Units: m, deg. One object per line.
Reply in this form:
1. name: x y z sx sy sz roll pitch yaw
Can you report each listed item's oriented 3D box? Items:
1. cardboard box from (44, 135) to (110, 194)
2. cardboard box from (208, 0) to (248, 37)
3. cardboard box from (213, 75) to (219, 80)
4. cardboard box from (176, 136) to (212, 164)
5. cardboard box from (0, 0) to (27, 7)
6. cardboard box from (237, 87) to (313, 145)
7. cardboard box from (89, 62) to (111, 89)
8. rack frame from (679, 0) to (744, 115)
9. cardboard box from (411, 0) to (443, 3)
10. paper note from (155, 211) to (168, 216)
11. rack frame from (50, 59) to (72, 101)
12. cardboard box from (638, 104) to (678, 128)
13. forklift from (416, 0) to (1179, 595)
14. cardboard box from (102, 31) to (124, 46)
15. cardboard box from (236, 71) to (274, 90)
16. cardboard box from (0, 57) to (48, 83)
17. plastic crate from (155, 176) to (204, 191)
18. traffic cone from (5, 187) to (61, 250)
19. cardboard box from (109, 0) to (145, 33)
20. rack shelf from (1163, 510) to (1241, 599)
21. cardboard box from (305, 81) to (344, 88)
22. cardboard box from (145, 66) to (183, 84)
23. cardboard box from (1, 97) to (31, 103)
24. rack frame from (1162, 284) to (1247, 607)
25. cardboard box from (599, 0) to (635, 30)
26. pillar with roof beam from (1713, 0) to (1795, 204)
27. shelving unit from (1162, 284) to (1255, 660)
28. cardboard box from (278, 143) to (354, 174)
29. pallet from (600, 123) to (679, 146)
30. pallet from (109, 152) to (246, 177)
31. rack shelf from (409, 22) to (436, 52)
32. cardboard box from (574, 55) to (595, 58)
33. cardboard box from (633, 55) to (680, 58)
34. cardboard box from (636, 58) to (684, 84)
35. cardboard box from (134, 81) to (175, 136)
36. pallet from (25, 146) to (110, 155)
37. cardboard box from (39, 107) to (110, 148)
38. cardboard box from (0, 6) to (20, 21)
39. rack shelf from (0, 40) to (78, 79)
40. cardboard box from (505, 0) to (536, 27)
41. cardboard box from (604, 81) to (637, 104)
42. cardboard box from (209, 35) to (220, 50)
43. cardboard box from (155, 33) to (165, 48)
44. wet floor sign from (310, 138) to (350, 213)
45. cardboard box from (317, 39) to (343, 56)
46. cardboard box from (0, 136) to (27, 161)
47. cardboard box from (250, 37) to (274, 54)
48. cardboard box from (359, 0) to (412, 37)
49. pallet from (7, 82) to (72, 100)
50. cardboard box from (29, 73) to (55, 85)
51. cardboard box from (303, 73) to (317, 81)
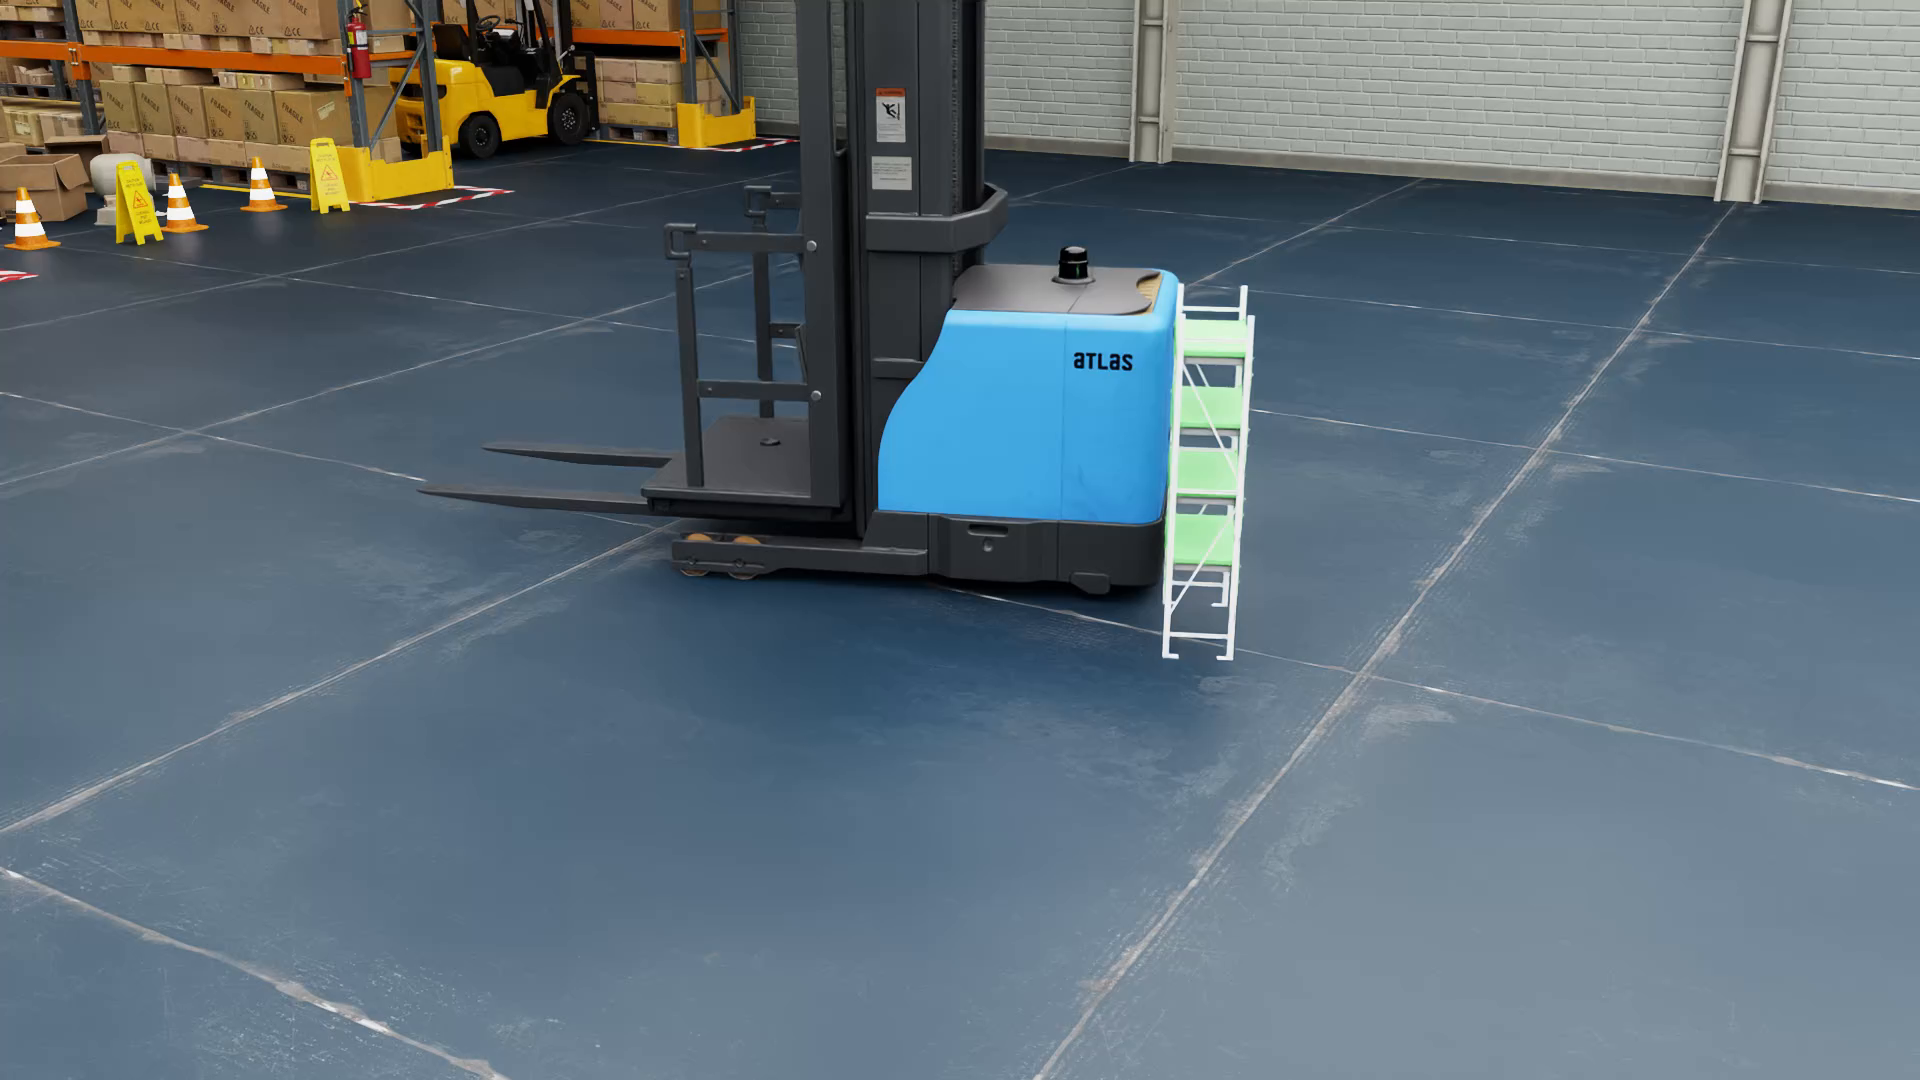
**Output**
1. cardboard box: -8.589 -3.665 16.231 0.500 0.500 0.500 -7 21 -20
2. cardboard box: -6.847 -5.121 16.000 0.500 0.500 0.500 11 23 27
3. cardboard box: -7.768 -4.577 17.400 0.500 0.500 0.500 11 23 28
4. cardboard box: -7.541 -3.975 16.842 0.500 0.250 0.500 10 22 27
5. cardboard box: -9.809 -5.897 17.524 0.500 0.500 0.500 11 23 28
6. cardboard box: -6.652 -4.155 16.239 0.500 0.500 0.500 12 23 29
7. cardboard box: -12.645 -7.020 24.869 0.500 0.500 0.500 10 22 27
8. rack frame: -2.951 -6.235 19.655 0.127 3.000 1.000 11 23 27
9. cardboard box: -6.996 -7.070 21.444 0.500 0.250 0.500 10 22 26
10. paper note: -7.164 -2.926 14.886 0.142 0.019 0.148 3 20 9
11. rack frame: -13.427 -8.231 25.156 0.127 3.000 1.000 11 23 27
12. cardboard box: -3.515 -5.124 20.008 0.500 0.250 0.500 11 23 28
13. forklift: -0.668 -1.396 6.415 3.031 2.935 1.130 3 20 9
14. cardboard box: -8.496 -5.129 16.975 0.250 0.149 0.380 12 23 29
15. cardboard box: -6.766 -4.458 16.123 0.250 0.149 0.380 11 23 28
16. cardboard box: -14.798 -7.462 26.087 0.500 0.500 0.700 10 22 25
17. plastic crate: -7.890 -3.544 16.519 0.583 0.080 0.402 3 20 9
18. traffic cone: -7.465 -2.585 13.312 0.334 0.463 0.336 11 23 27
19. cardboard box: -8.163 -5.376 16.704 0.500 0.500 0.500 11 23 27
20. rack shelf: 0.849 0.045 5.870 0.258 0.148 0.480 2 20 6
21. cardboard box: -6.417 -4.320 16.692 0.500 0.500 0.500 10 22 25
22. cardboard box: -7.948 -4.682 16.739 0.250 0.149 0.380 12 23 29
23. cardboard box: -11.216 -4.832 19.025 0.625 0.372 0.950 10 22 26
24. rack frame: 0.877 -0.323 5.995 0.240 1.200 0.015 2 20 6
25. cardboard box: -3.957 -6.375 19.894 0.500 0.500 0.500 12 23 29
26. pillar with roof beam: 5.258 -6.162 10.656 0.400 9.000 9.100 11 23 27
27. shelving unit: 0.849 -0.240 5.767 0.258 1.200 0.503 2 20 6
28. cardboard box: -6.226 -3.720 16.138 0.500 0.250 0.500 11 23 27
29. pallet: -3.639 -5.039 20.447 1.213 0.211 1.003 11 23 27
30. pallet: -8.257 -4.010 17.610 1.213 0.211 1.003 11 23 27
31. rack shelf: -8.189 -6.895 22.528 4.000 0.370 1.077 11 23 27
32. cardboard box: -4.838 -5.844 20.528 0.500 0.250 0.500 10 22 26
33. cardboard box: -3.716 -5.828 20.484 0.500 0.250 0.500 11 23 27
34. cardboard box: -3.505 -5.594 19.837 0.500 0.250 0.500 12 23 29
35. cardboard box: -8.004 -4.415 16.955 0.500 0.500 0.500 12 23 29
36. pallet: -9.541 -4.240 18.245 1.213 0.211 1.003 11 23 27
37. cardboard box: -9.320 -4.471 18.028 0.625 0.372 0.950 11 23 28
38. cardboard box: -9.908 -5.586 17.618 0.250 0.149 0.380 10 22 26
39. rack shelf: -10.606 -5.416 18.453 4.000 0.370 1.077 11 23 27
40. cardboard box: -5.277 -6.630 20.598 0.500 0.500 0.500 11 22 27
41. cardboard box: -3.961 -5.449 20.172 0.500 0.250 0.500 11 22 27
42. cardboard box: -7.124 -4.897 16.335 0.250 0.149 0.380 11 23 27
43. cardboard box: -7.802 -5.008 16.640 0.250 0.149 0.380 11 23 27
44. wet floor sign: -5.724 -3.300 15.016 0.267 0.644 0.232 -16 26 -38
45. cardboard box: -5.799 -4.637 15.618 0.250 0.149 0.380 12 23 29
46. cardboard box: -8.957 -3.338 15.132 0.503 0.637 0.797 11 23 27
47. cardboard box: -6.527 -4.729 15.872 0.250 0.149 0.380 11 23 28
48. cardboard box: -5.647 -5.105 15.957 0.500 0.500 0.500 10 22 26
49. pallet: -14.026 -7.034 25.948 1.213 0.211 1.003 11 23 27
50. cardboard box: -14.057 -7.093 25.585 0.250 0.149 0.380 10 22 26
51. cardboard box: -8.823 -6.432 23.066 0.625 0.625 0.875 12 23 29
